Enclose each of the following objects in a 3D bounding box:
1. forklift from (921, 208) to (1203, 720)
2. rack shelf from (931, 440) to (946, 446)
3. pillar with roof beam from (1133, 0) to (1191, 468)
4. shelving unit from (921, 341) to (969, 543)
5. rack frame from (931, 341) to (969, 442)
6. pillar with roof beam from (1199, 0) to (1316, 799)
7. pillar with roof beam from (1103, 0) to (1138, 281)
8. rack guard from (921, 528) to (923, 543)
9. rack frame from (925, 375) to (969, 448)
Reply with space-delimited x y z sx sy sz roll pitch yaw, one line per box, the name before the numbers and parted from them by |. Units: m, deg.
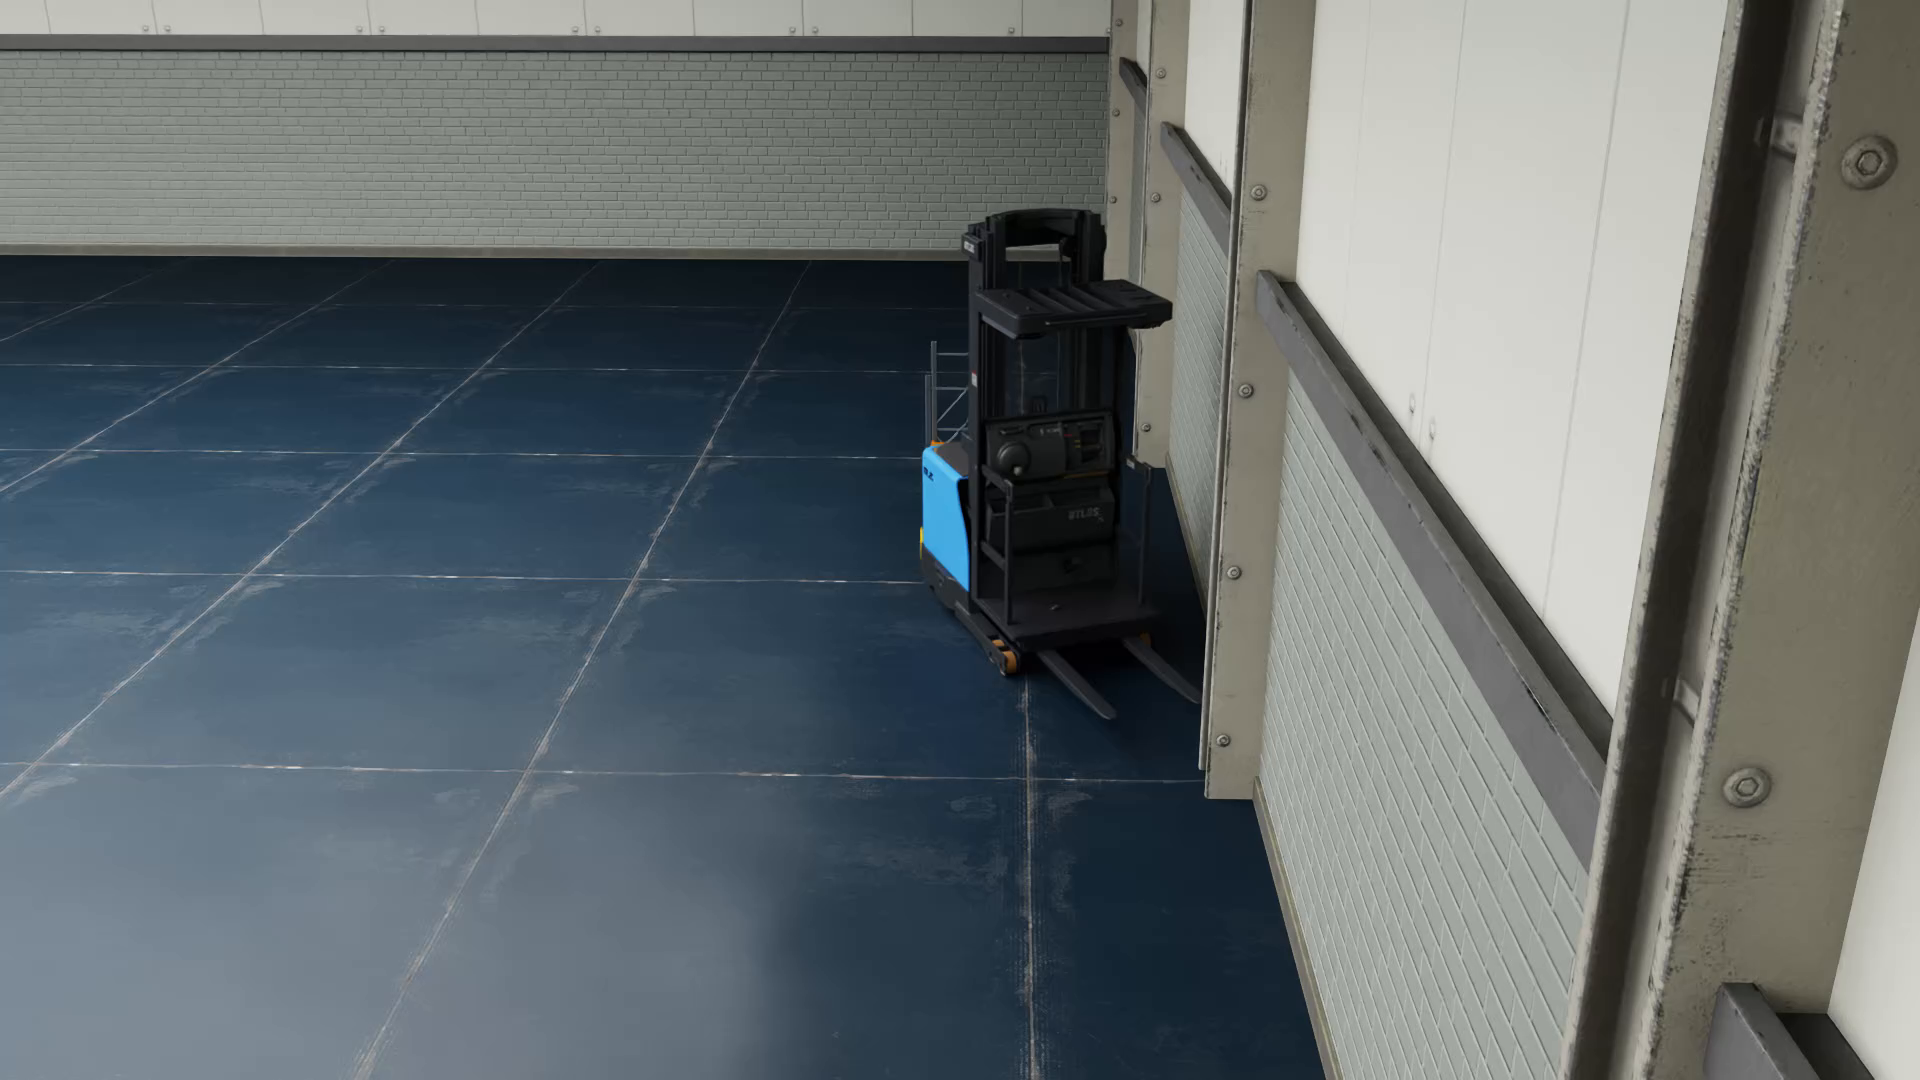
forklift | 0.692 -0.625 11.087 1.130 2.935 3.031 -8 22 -19
rack shelf | 0.003 -0.562 13.402 0.538 0.185 1.000 1 21 2
pillar with roof beam | -2.534 -4.981 13.925 9.100 9.000 0.400 1 21 2
shelving unit | 0.002 -0.727 13.329 0.587 1.500 1.083 1 21 2
rack frame | 0.018 -0.914 13.811 0.500 1.500 0.032 1 21 2
pillar with roof beam | -2.716 -2.811 8.334 9.100 9.000 0.400 1 21 2
pillar with roof beam | -2.351 -7.150 19.516 9.100 9.000 0.400 1 21 2
rack guard | -0.013 0.036 13.091 0.587 0.250 0.087 1 21 2
rack frame | -0.013 -0.546 12.863 0.500 1.500 0.032 1 21 2
